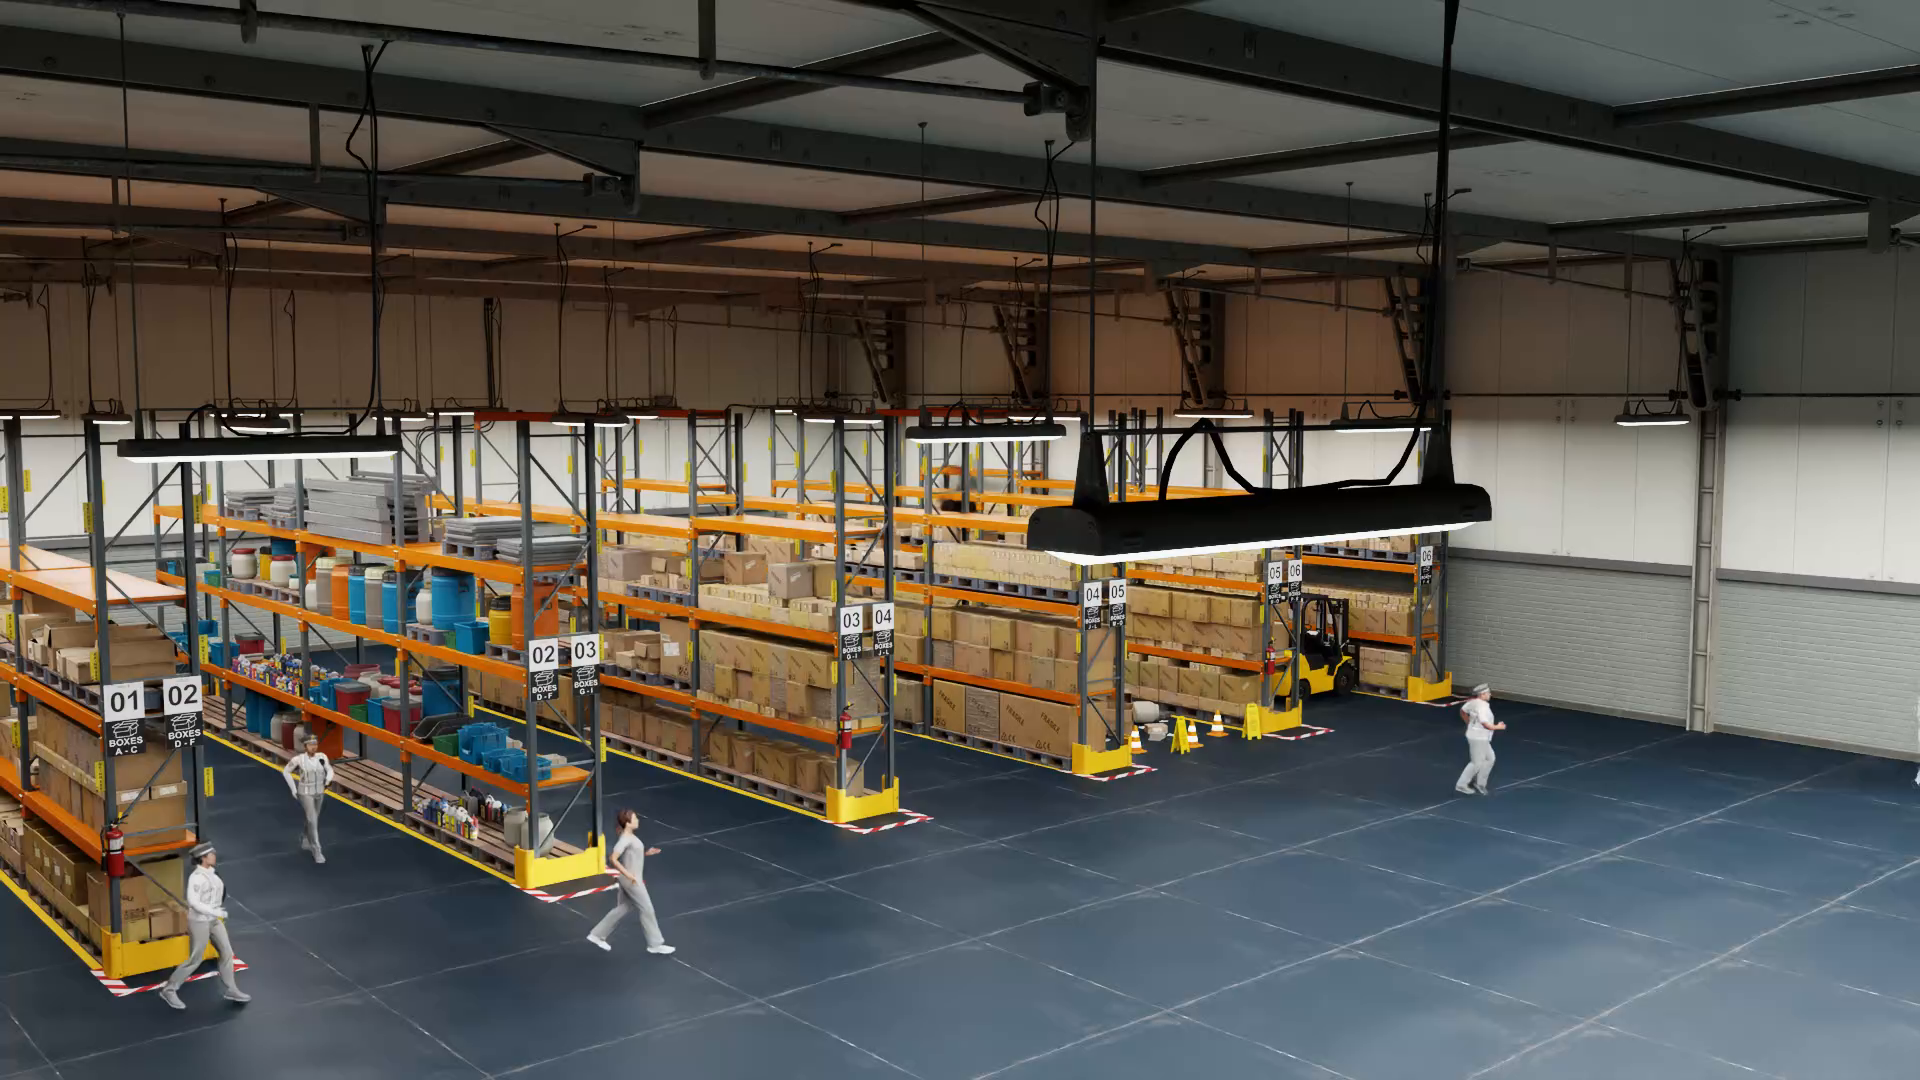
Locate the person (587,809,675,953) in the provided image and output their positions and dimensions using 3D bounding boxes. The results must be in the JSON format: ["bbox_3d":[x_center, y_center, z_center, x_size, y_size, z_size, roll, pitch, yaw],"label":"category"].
[{"bbox_3d":[-3.700,3.834,18.647,0.964,1.659,0.563,-1,5,-16],"label":"person"}]

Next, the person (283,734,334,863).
[{"bbox_3d":[-8.870,3.485,22.738,0.854,1.716,0.599,5,7,42],"label":"person"}]

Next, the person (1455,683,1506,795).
[{"bbox_3d":[8.188,3.175,26.179,0.765,1.867,0.685,1,5,6],"label":"person"}]

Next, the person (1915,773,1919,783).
[{"bbox_3d":[15.727,3.112,26.510,0.811,1.834,0.699,3,6,28],"label":"person"}]

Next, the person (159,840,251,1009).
[{"bbox_3d":[-7.801,3.957,17.263,0.874,1.667,0.666,0,5,-5],"label":"person"}]
